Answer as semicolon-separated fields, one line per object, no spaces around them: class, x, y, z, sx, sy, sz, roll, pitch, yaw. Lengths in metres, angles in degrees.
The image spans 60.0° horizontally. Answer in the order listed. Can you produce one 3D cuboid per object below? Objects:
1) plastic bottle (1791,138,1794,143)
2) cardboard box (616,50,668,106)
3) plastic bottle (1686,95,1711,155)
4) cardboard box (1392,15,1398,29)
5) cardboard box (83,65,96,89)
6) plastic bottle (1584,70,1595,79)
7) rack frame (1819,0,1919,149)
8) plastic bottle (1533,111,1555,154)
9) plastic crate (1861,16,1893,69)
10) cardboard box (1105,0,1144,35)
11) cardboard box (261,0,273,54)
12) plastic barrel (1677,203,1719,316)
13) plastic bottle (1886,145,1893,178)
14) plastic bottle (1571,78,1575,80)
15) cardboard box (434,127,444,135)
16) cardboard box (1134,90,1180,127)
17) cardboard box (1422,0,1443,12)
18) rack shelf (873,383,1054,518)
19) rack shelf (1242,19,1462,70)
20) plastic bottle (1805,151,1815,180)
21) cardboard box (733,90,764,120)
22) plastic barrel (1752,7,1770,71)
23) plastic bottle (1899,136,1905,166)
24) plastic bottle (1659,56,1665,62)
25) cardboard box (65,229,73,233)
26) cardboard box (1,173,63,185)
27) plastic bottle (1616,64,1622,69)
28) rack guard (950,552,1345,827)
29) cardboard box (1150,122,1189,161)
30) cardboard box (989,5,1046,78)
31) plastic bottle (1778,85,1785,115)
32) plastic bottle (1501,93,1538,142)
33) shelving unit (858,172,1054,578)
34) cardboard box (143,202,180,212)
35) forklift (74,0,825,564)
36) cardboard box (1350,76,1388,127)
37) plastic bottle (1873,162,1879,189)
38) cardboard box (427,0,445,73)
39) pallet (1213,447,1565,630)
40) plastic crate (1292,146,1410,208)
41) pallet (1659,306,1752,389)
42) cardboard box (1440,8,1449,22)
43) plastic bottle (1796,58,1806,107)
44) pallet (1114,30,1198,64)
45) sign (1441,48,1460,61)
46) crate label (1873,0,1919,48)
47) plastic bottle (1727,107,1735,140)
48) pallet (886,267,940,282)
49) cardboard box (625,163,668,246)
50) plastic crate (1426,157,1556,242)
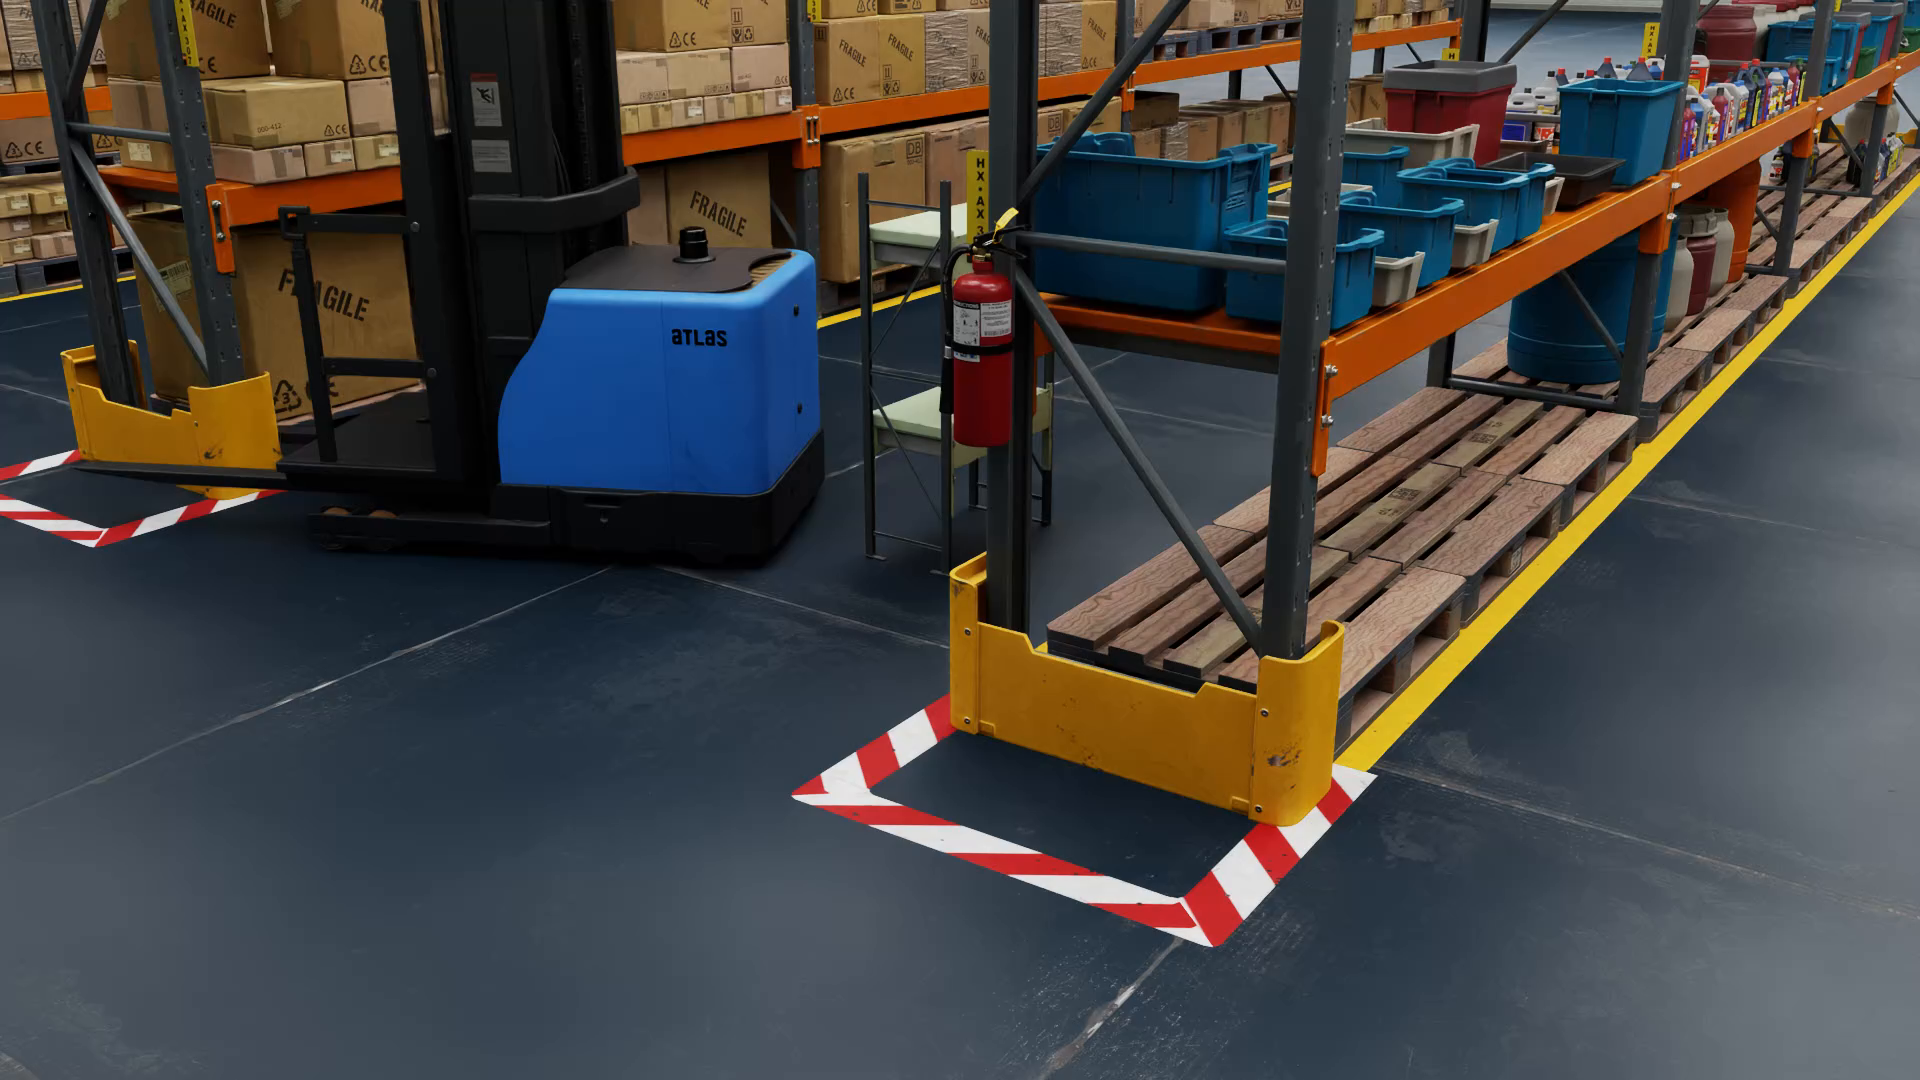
plastic bottle;7.503;-3.477;15.027;0.144;0.351;0.185;12;23;29
cardboard box;-1.929;-2.484;8.944;0.500;0.250;0.500;14;24;33
plastic bottle;3.556;-2.027;8.101;0.152;0.276;0.135;13;24;32
cardboard box;4.480;-5.582;17.894;0.380;0.149;0.250;13;24;32
cardboard box;-6.153;-3.176;11.390;0.380;0.149;0.250;14;24;33
plastic bottle;3.244;-2.251;8.599;0.144;0.351;0.185;13;24;32
rack frame;9.520;-5.365;16.946;1.000;3.000;0.127;13;24;32
plastic bottle;2.842;-1.986;8.097;0.097;0.201;0.097;0;20;0
plastic crate;6.909;-3.833;12.826;0.392;0.384;0.575;13;24;32
cardboard box;1.197;-4.442;13.701;0.500;0.500;0.500;10;23;25
cardboard box;-5.405;-3.877;12.349;0.500;0.500;0.500;13;24;32
plastic barrel;4.127;-1.668;9.821;0.600;0.588;0.708;13;24;32
plastic bottle;8.302;-3.394;14.898;0.061;0.283;0.133;15;25;34
plastic bottle;3.293;-2.328;8.914;0.152;0.276;0.135;13;24;32
cardboard box;-2.665;-1.883;7.893;0.380;0.149;0.250;13;24;31
cardboard box;1.568;-3.774;14.531;0.500;0.250;0.500;17;26;38
cardboard box;4.910;-6.198;18.625;0.875;0.500;0.500;13;24;32
rack shelf;0.004;-0.400;6.623;0.431;0.370;0.720;13;24;32
rack shelf;4.300;-5.420;18.130;1.077;0.370;4.000;13;24;32
plastic bottle;7.515;-3.394;14.802;0.144;0.351;0.185;13;24;32
cardboard box;-1.367;-2.545;9.683;0.380;0.149;0.250;14;24;33
plastic barrel;5.425;-3.459;11.631;0.421;0.512;0.421;0;20;0
plastic bottle;8.800;-3.648;15.585;0.061;0.283;0.133;14;24;33
plastic bottle;4.425;-2.920;10.522;0.097;0.271;0.097;0;20;0
cardboard box;-6.198;-2.131;11.706;0.380;0.149;0.250;13;24;32
cardboard box;-6.632;-2.521;11.904;0.380;0.149;0.250;13;24;32
plastic bottle;3.825;-2.631;9.723;0.061;0.283;0.133;13;24;32
rack guard;0.523;0.407;4.943;1.175;0.500;0.348;13;24;32
cardboard box;1.588;-3.427;14.676;0.700;0.500;0.500;11;23;27
cardboard box;0.280;-3.601;12.033;0.500;0.500;0.500;12;24;30
plastic bottle;4.775;-2.598;9.751;0.097;0.201;0.097;0;20;0
plastic bottle;2.729;-2.040;8.135;0.152;0.276;0.135;13;24;32
shelving unit;0.004;-0.705;6.510;0.431;1.500;0.755;13;24;32
cardboard box;-5.908;-2.441;12.116;0.380;0.149;0.250;14;24;33
forklift;-2.152;-1.501;6.599;3.031;2.935;1.130;3;21;8
cardboard box;4.751;-5.002;18.961;0.500;0.500;0.500;-17;26;-38
plastic bottle;7.813;-3.150;14.256;0.097;0.271;0.097;0;20;0
cardboard box;-2.510;-2.540;8.013;0.500;0.500;0.500;13;24;30
pallet;1.708;-0.044;6.580;1.003;0.211;1.213;13;24;32
plastic crate;1.468;-1.363;6.282;0.416;0.233;0.300;13;24;32
pallet;3.928;-1.179;9.648;1.003;0.211;1.213;13;24;32
cardboard box;5.434;-6.091;19.271;0.380;0.149;0.250;13;24;32
plastic bottle;5.149;-2.816;10.222;0.061;0.283;0.133;13;24;32
pallet;1.239;-4.171;13.994;1.213;0.211;1.003;13;24;32
sign;2.321;-2.160;7.881;0.100;0.325;0.005;13;24;32
crate label;8.709;-4.801;15.369;0.502;0.435;0.616;13;24;32
plastic bottle;3.958;-2.181;8.624;0.097;0.201;0.097;0;20;0
pallet;-0.265;-2.168;12.321;1.003;0.211;1.213;13;24;32
cardboard box;-2.265;-1.656;9.377;0.875;0.875;0.875;13;24;32
plastic crate;1.846;-1.195;5.826;0.416;0.233;0.300;13;24;32
